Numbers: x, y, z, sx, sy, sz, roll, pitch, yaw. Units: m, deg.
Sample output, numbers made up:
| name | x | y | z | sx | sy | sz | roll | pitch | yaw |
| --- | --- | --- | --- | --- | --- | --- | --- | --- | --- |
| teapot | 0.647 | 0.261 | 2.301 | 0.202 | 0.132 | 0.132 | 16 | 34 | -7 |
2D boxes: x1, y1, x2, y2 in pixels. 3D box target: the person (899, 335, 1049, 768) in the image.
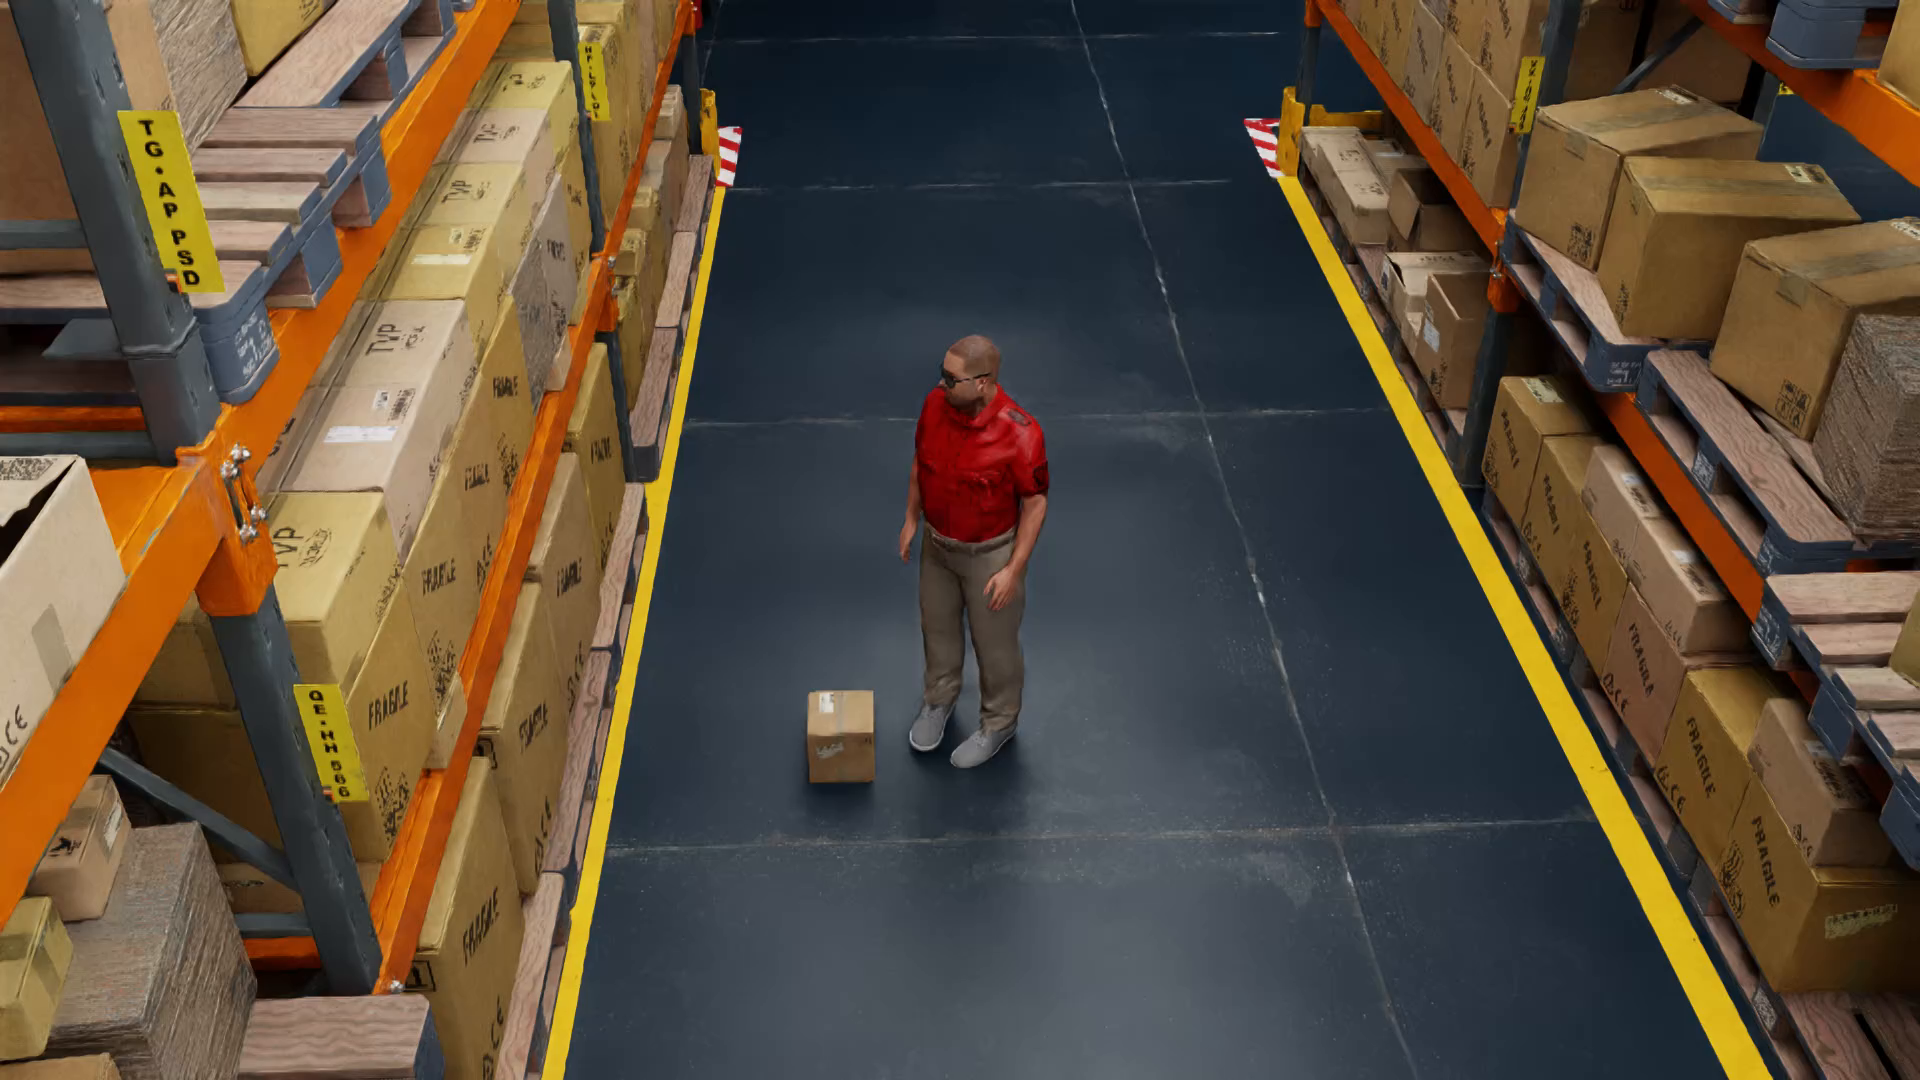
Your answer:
| name | x | y | z | sx | sy | sz | roll | pitch | yaw |
| --- | --- | --- | --- | --- | --- | --- | --- | --- | --- |
| person | 0.018 | 0.063 | 6.073 | 0.588 | 1.783 | 0.431 | 26 | 43 | 32 |
